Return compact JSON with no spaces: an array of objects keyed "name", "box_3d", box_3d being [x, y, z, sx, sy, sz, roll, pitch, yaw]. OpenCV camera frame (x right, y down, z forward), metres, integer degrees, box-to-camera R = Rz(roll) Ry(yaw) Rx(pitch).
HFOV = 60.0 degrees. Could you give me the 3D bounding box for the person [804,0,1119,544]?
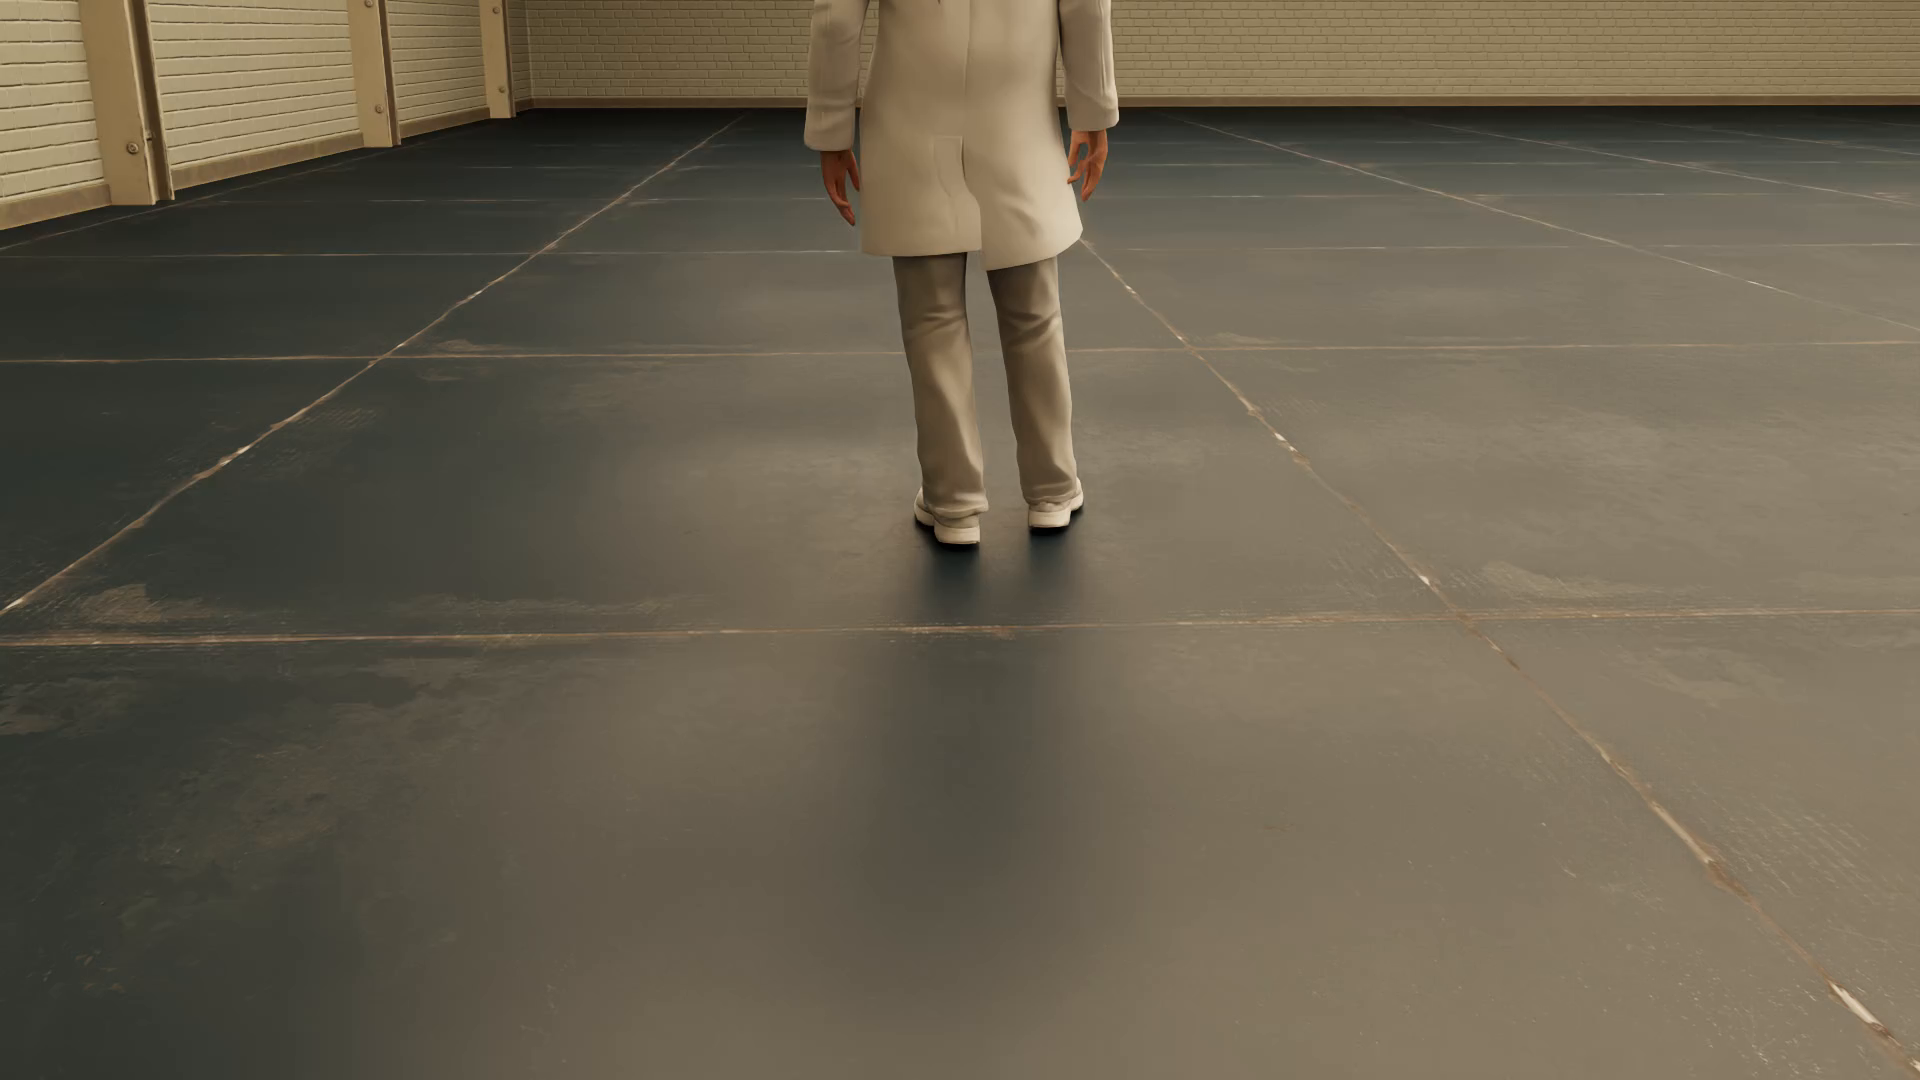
[{"name":"person","box_3d":[0.000,-0.883,3.742,0.696,1.776,0.581,-1,17,-3]}]
